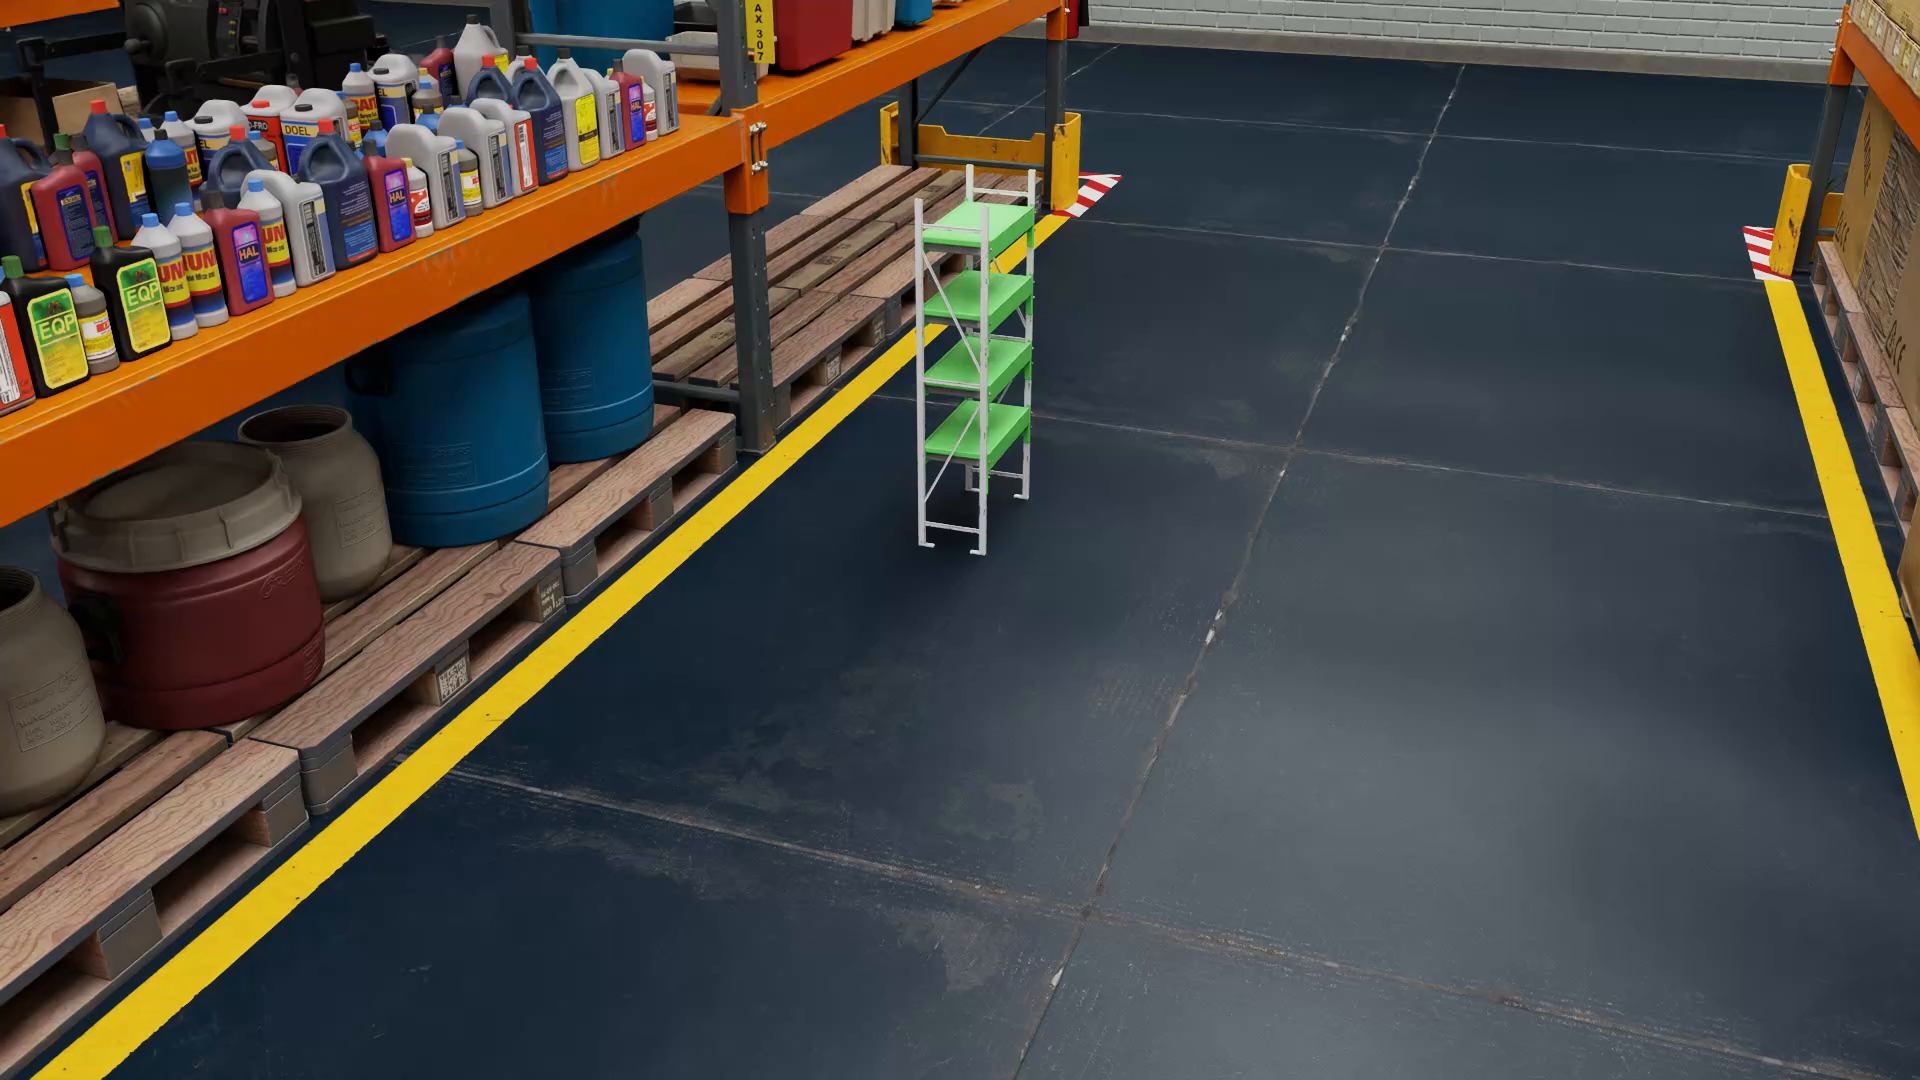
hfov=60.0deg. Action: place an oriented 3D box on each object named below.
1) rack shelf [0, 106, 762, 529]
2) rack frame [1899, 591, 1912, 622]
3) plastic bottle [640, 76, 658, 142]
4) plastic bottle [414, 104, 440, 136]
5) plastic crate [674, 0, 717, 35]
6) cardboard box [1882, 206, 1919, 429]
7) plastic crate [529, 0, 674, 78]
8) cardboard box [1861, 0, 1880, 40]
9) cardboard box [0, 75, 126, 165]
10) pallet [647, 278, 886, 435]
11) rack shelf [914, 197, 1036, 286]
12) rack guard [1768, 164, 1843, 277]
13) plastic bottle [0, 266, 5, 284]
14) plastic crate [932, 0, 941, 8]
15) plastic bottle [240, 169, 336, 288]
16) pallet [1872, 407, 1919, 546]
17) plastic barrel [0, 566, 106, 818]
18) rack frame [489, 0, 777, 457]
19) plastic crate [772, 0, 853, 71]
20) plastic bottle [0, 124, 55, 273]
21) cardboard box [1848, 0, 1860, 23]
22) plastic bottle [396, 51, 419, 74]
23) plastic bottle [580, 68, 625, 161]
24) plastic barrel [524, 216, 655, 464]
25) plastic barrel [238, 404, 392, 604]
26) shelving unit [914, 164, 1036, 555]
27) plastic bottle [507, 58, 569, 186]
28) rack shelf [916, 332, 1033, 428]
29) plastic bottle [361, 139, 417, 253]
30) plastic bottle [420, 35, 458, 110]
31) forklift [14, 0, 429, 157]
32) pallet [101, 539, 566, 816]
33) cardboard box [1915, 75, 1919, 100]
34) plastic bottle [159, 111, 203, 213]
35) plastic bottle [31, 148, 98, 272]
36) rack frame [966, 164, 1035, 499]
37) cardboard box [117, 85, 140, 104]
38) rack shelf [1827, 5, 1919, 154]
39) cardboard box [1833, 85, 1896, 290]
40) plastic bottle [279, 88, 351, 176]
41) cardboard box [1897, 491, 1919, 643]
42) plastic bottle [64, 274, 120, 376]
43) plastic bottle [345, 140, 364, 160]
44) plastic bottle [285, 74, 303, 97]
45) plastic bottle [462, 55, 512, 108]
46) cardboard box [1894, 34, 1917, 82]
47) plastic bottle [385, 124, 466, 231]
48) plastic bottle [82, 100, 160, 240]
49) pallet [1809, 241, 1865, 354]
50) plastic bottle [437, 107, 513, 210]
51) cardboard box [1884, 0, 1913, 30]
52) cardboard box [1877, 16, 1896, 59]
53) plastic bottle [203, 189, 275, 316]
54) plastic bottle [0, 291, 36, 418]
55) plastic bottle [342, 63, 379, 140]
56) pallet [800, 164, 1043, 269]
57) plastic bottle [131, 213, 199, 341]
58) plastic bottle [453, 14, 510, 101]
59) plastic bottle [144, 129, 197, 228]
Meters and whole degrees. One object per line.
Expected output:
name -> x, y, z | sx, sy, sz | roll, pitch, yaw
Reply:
rack shelf -> -1.875, -0.622, 4.418 | 1.077, 0.370, 4.000 | 9, 27, 17
rack frame -> 3.461, -1.049, 4.475 | 1.000, 3.000, 0.127 | 9, 27, 17
plastic bottle -> -1.049, -1.418, 5.464 | 0.097, 0.201, 0.097 | 0, 26, 0
plastic bottle -> -1.494, -1.099, 4.725 | 0.097, 0.271, 0.097 | 0, 26, 0
plastic crate -> -1.091, -2.170, 7.036 | 0.437, 0.125, 0.590 | 9, 27, 17
cardboard box -> 4.055, -0.912, 6.147 | 0.875, 0.875, 0.875 | 9, 27, 17
plastic crate -> -1.376, -2.029, 6.447 | 0.392, 0.384, 0.575 | 9, 27, 17
cardboard box -> 4.194, -2.271, 7.287 | 0.380, 0.149, 0.250 | 8, 27, 16
cardboard box -> -5.259, -2.335, 9.490 | 0.797, 0.503, 0.637 | 9, 27, 17
pallet -> -1.002, -0.820, 7.202 | 1.003, 0.211, 1.213 | 9, 27, 17
rack shelf -> 0.055, -0.983, 5.448 | 0.258, 0.148, 0.480 | 9, 27, 17
rack guard -> 4.800, -1.578, 8.435 | 1.175, 0.500, 0.348 | 9, 27, 17
plastic bottle -> -1.931, -0.439, 3.363 | 0.097, 0.271, 0.097 | 0, 26, 0
plastic crate -> -0.240, -2.599, 7.910 | 0.298, 0.136, 0.250 | 9, 27, 17
plastic bottle -> -1.631, -0.769, 4.038 | 0.152, 0.276, 0.135 | 9, 27, 17
pallet -> 3.788, -0.095, 5.705 | 1.003, 0.211, 1.213 | 9, 27, 17
plastic barrel -> -2.291, 0.358, 3.941 | 0.421, 0.512, 0.421 | 0, 26, 0
rack frame -> -1.210, -1.768, 5.959 | 1.000, 3.000, 0.127 | 9, 27, 17
plastic crate -> -0.676, -2.154, 6.614 | 0.402, 0.464, 0.583 | 9, 27, 17
plastic bottle -> -2.336, -0.859, 4.138 | 0.144, 0.351, 0.185 | 9, 27, 17
cardboard box -> 4.363, -2.482, 7.722 | 0.380, 0.149, 0.250 | 9, 27, 18
plastic bottle -> -1.832, -1.476, 5.504 | 0.097, 0.271, 0.097 | 0, 26, 0
plastic bottle -> -1.158, -1.353, 5.244 | 0.152, 0.276, 0.135 | 9, 27, 17
plastic barrel -> -1.407, -0.791, 5.868 | 0.600, 0.901, 0.708 | 9, 27, 17
plastic barrel -> -1.915, -0.106, 4.899 | 0.421, 0.512, 0.421 | 0, 26, 0
shelving unit -> 0.055, -0.608, 5.629 | 0.258, 1.200, 0.503 | 9, 27, 17
plastic bottle -> -1.269, -1.244, 4.934 | 0.144, 0.351, 0.185 | 9, 27, 17
rack shelf -> 0.055, -0.551, 5.657 | 0.258, 0.148, 0.480 | 9, 27, 17
plastic bottle -> -1.482, -0.897, 4.294 | 0.061, 0.283, 0.133 | 9, 27, 17
plastic bottle -> -1.779, -1.571, 5.687 | 0.061, 0.283, 0.133 | 9, 27, 17
forklift -> -3.339, -2.180, 6.889 | 1.130, 2.935, 3.031 | 15, 30, 28
pallet -> -1.910, 0.302, 4.885 | 1.003, 0.211, 1.213 | 9, 27, 17
cardboard box -> 3.681, -1.637, 5.978 | 0.380, 0.149, 0.250 | 8, 27, 17
plastic bottle -> -2.173, -1.055, 4.635 | 0.097, 0.271, 0.097 | 0, 26, 0
plastic bottle -> -2.231, -0.824, 4.144 | 0.061, 0.283, 0.133 | 9, 27, 17
rack frame -> 0.136, -0.708, 5.836 | 0.240, 1.200, 0.015 | 9, 27, 17
cardboard box -> -5.163, -2.704, 10.543 | 0.500, 0.250, 0.500 | 9, 27, 17
rack shelf -> 4.126, -1.547, 6.329 | 1.077, 0.370, 4.000 | 9, 27, 17
cardboard box -> 4.654, -1.651, 7.675 | 0.875, 0.875, 0.875 | 9, 27, 17
plastic bottle -> -1.888, -1.174, 4.875 | 0.152, 0.276, 0.135 | 9, 27, 17
cardboard box -> 3.267, -0.016, 4.298 | 1.225, 0.875, 0.875 | 9, 27, 18
plastic bottle -> -1.829, -0.454, 3.474 | 0.097, 0.201, 0.097 | 0, 26, 0
plastic bottle -> -1.562, -0.895, 4.305 | 0.097, 0.271, 0.097 | 0, 26, 0
plastic bottle -> -2.030, -1.261, 5.047 | 0.061, 0.283, 0.133 | 9, 27, 17
plastic bottle -> -1.405, -1.265, 4.978 | 0.144, 0.351, 0.185 | 9, 27, 17
cardboard box -> 3.852, -1.850, 6.417 | 0.380, 0.149, 0.250 | 8, 27, 16
plastic bottle -> -1.448, -0.995, 4.505 | 0.152, 0.276, 0.135 | 9, 27, 17
plastic bottle -> -2.230, -0.990, 4.408 | 0.144, 0.351, 0.185 | 9, 27, 17
pallet -> 4.600, -1.098, 7.776 | 1.003, 0.211, 1.213 | 9, 27, 17
plastic bottle -> -1.370, -1.090, 4.702 | 0.152, 0.276, 0.135 | 9, 27, 17
cardboard box -> 4.040, -2.181, 6.643 | 0.500, 0.250, 0.500 | 8, 27, 16
cardboard box -> 4.022, -2.059, 6.850 | 0.380, 0.149, 0.250 | 8, 27, 16
plastic bottle -> -1.665, -0.670, 3.827 | 0.061, 0.283, 0.133 | 9, 27, 17
plastic bottle -> -1.938, -0.389, 3.254 | 0.152, 0.276, 0.135 | 9, 27, 17
plastic bottle -> -1.909, -1.381, 5.307 | 0.097, 0.271, 0.097 | 0, 26, 0
pallet -> -0.190, -1.823, 9.273 | 1.003, 0.211, 1.213 | 9, 27, 17
plastic bottle -> -1.753, -0.580, 3.654 | 0.097, 0.271, 0.097 | 0, 26, 0
plastic bottle -> -1.646, -1.631, 5.733 | 0.144, 0.351, 0.185 | 9, 27, 17
plastic bottle -> -2.102, -0.954, 4.427 | 0.097, 0.271, 0.097 | 0, 26, 0
